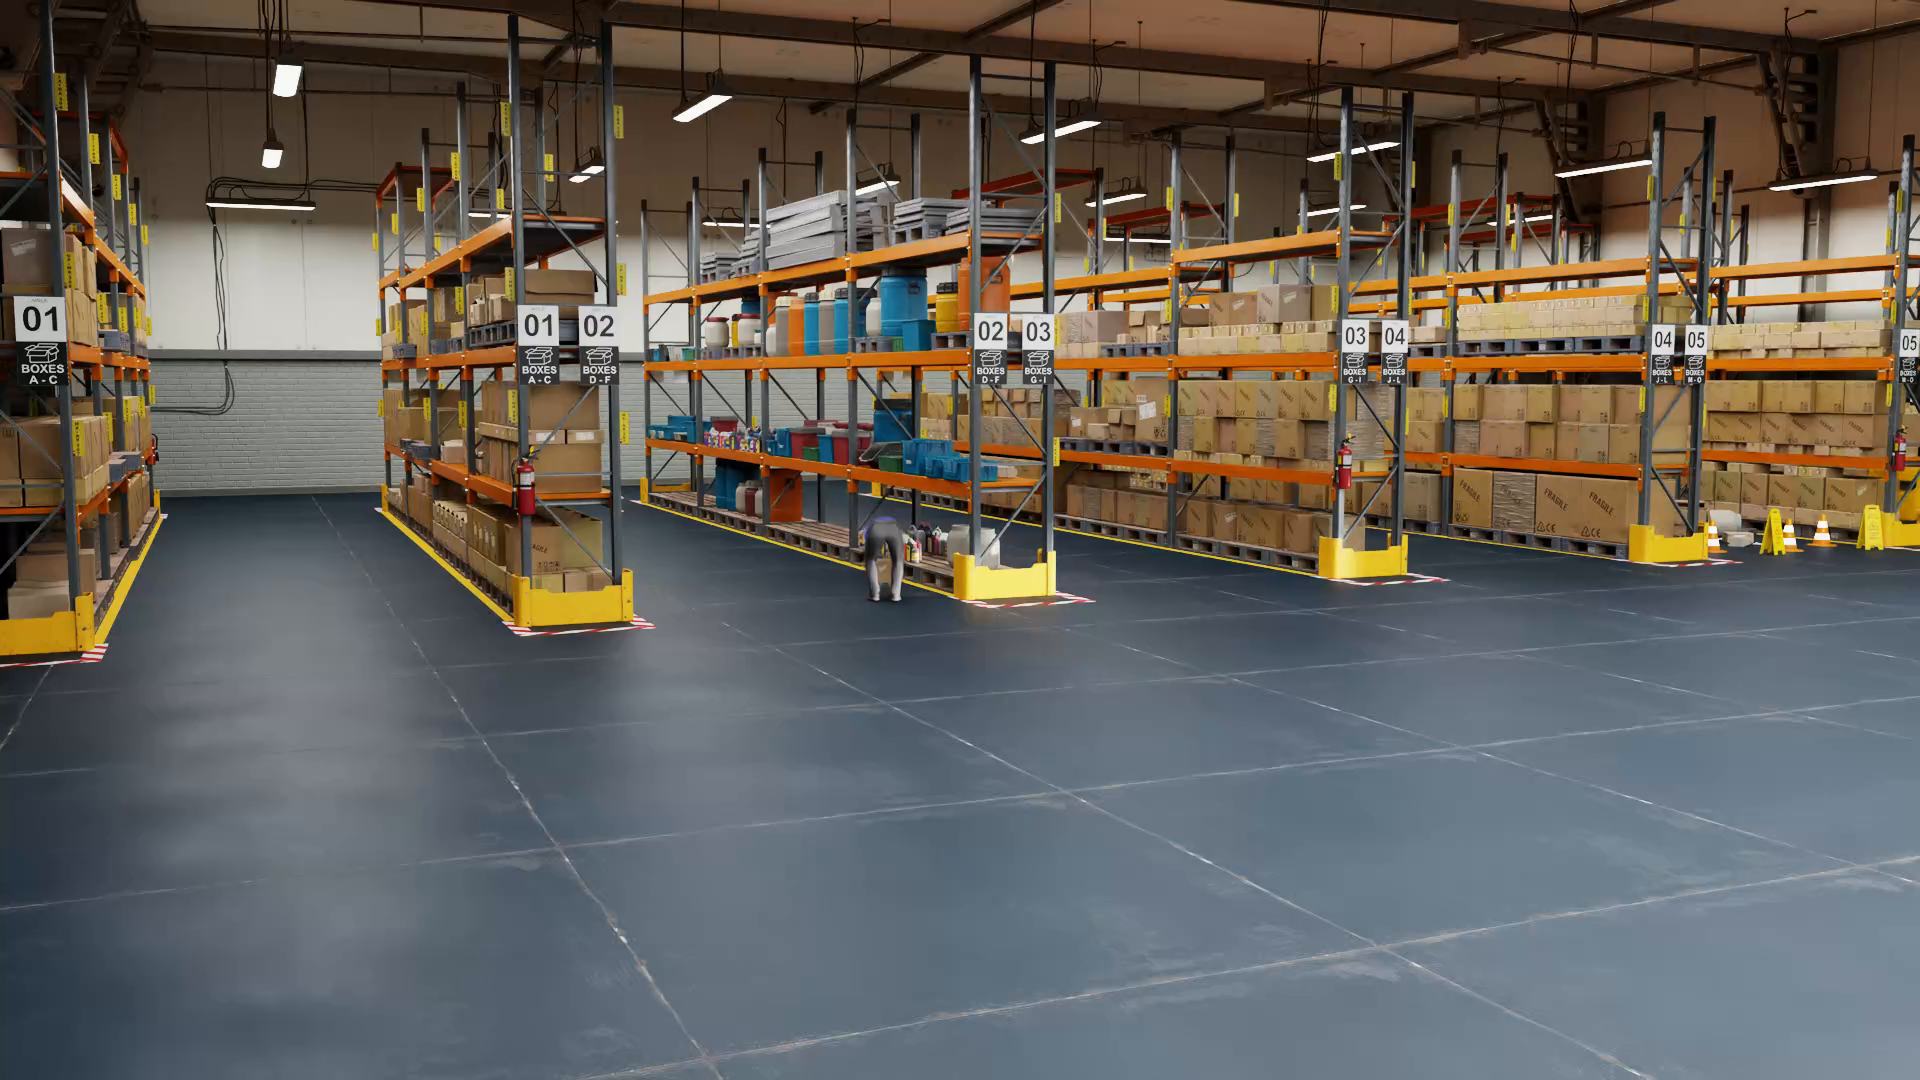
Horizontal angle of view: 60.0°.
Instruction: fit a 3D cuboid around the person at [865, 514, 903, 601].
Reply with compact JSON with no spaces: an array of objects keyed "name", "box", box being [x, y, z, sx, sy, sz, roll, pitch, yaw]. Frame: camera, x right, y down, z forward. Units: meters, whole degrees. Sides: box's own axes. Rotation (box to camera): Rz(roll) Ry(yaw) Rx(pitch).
[{"name":"person","box":[-0.860,0.193,18.739,0.434,0.950,0.876,-1,6,-7]}]
